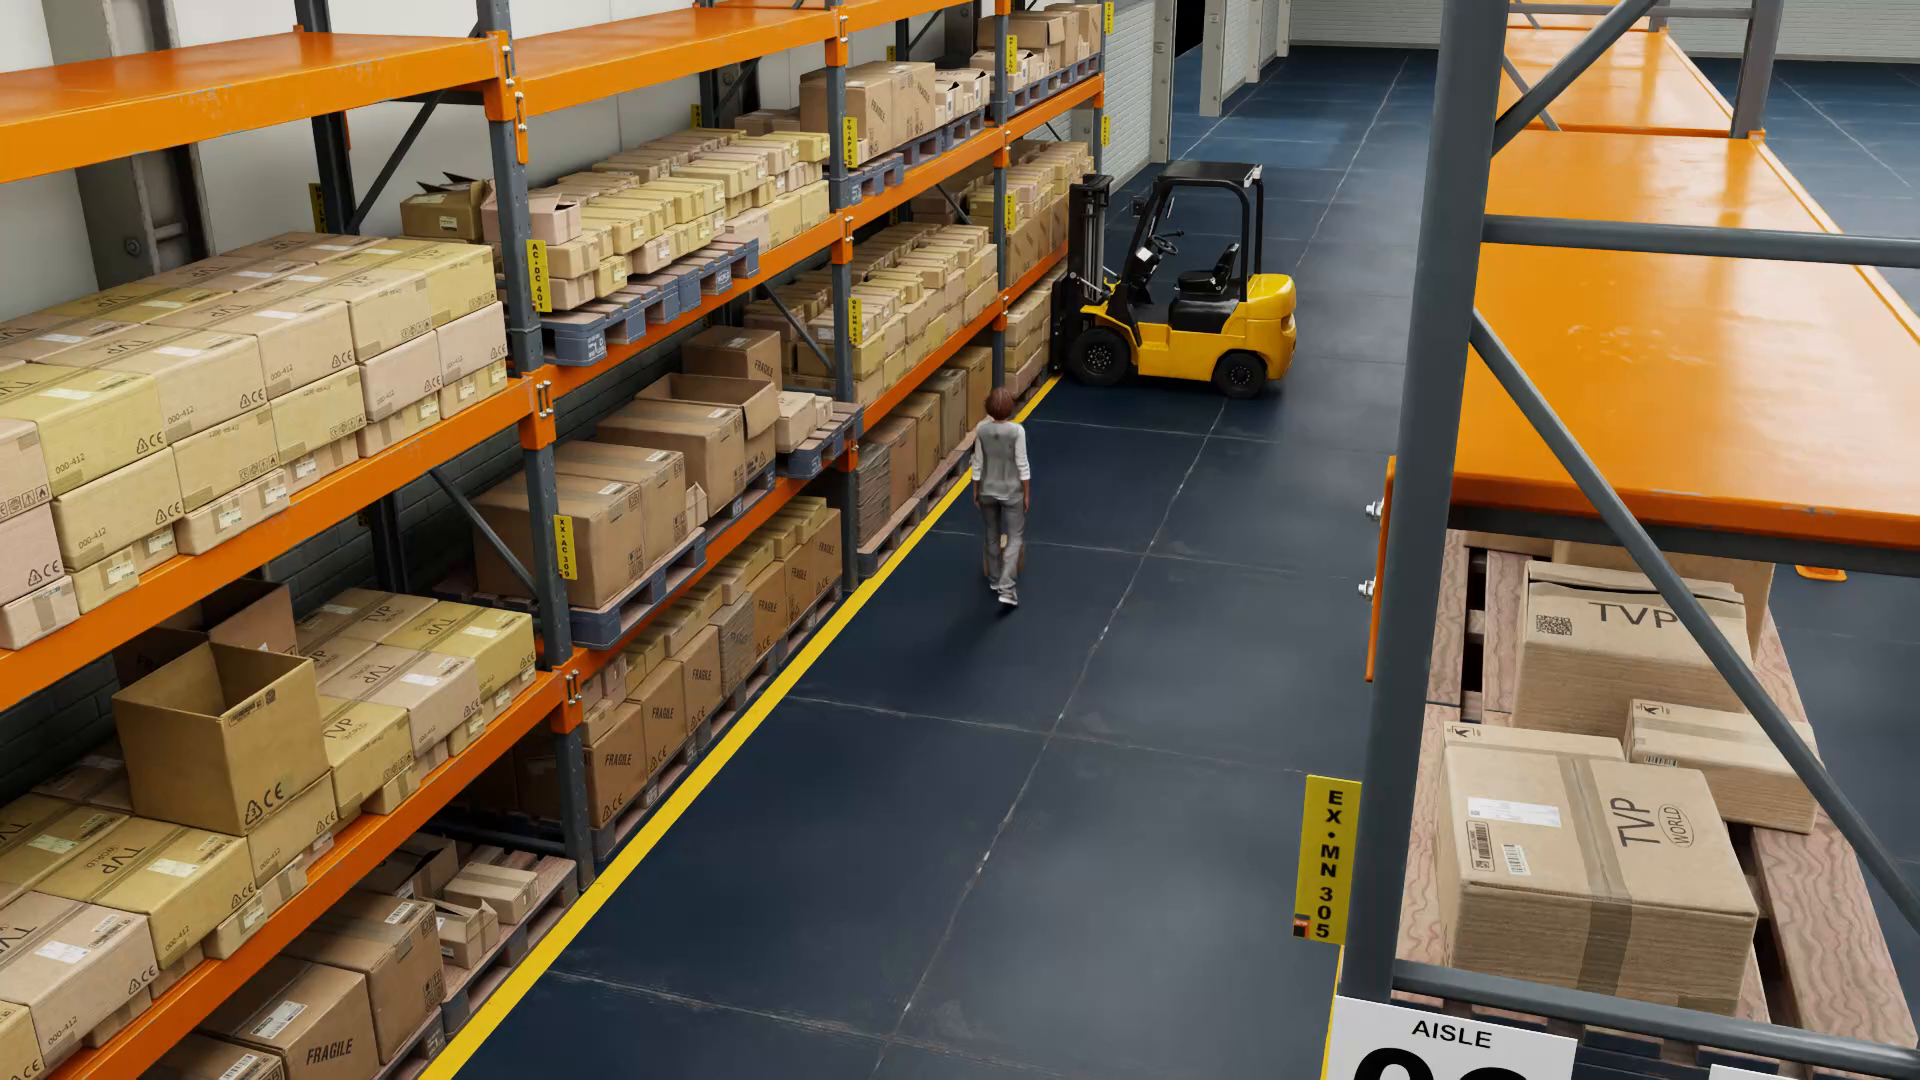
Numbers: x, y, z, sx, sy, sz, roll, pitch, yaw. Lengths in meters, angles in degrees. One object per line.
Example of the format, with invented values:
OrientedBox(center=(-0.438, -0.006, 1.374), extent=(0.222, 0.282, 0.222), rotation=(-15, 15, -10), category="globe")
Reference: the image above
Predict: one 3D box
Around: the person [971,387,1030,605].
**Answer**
OrientedBox(center=(0.302, -0.335, 11.881), extent=(0.433, 1.592, 0.639), rotation=(7, 23, 16), category="person")
